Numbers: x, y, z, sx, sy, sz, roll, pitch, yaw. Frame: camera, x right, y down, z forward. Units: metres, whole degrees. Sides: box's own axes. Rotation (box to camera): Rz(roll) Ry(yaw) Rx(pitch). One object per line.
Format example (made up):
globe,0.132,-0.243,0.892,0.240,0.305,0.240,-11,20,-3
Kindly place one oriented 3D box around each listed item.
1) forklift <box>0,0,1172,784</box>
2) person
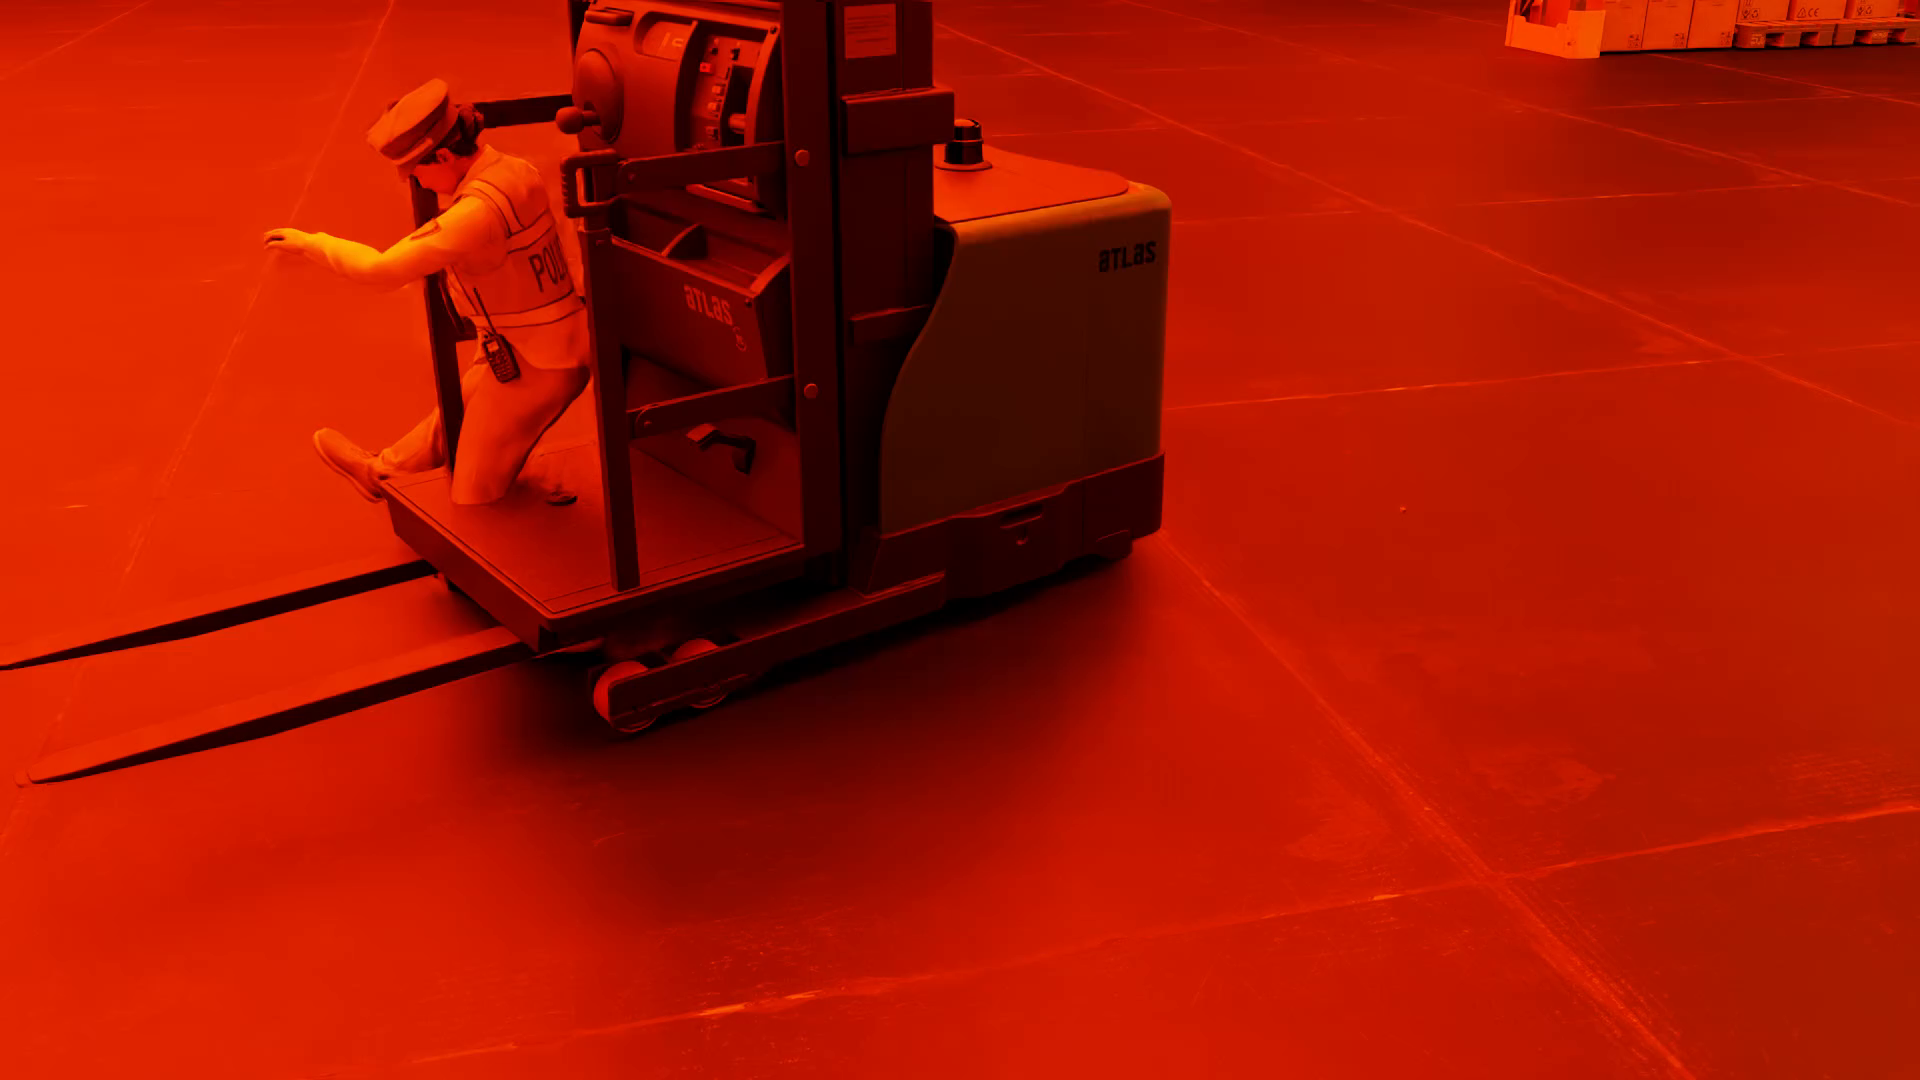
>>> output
forklift,-0.872,-1.123,3.949,3.031,2.935,1.130,-17,28,-34
person,-1.435,-0.520,4.501,1.124,1.422,0.912,3,23,7
